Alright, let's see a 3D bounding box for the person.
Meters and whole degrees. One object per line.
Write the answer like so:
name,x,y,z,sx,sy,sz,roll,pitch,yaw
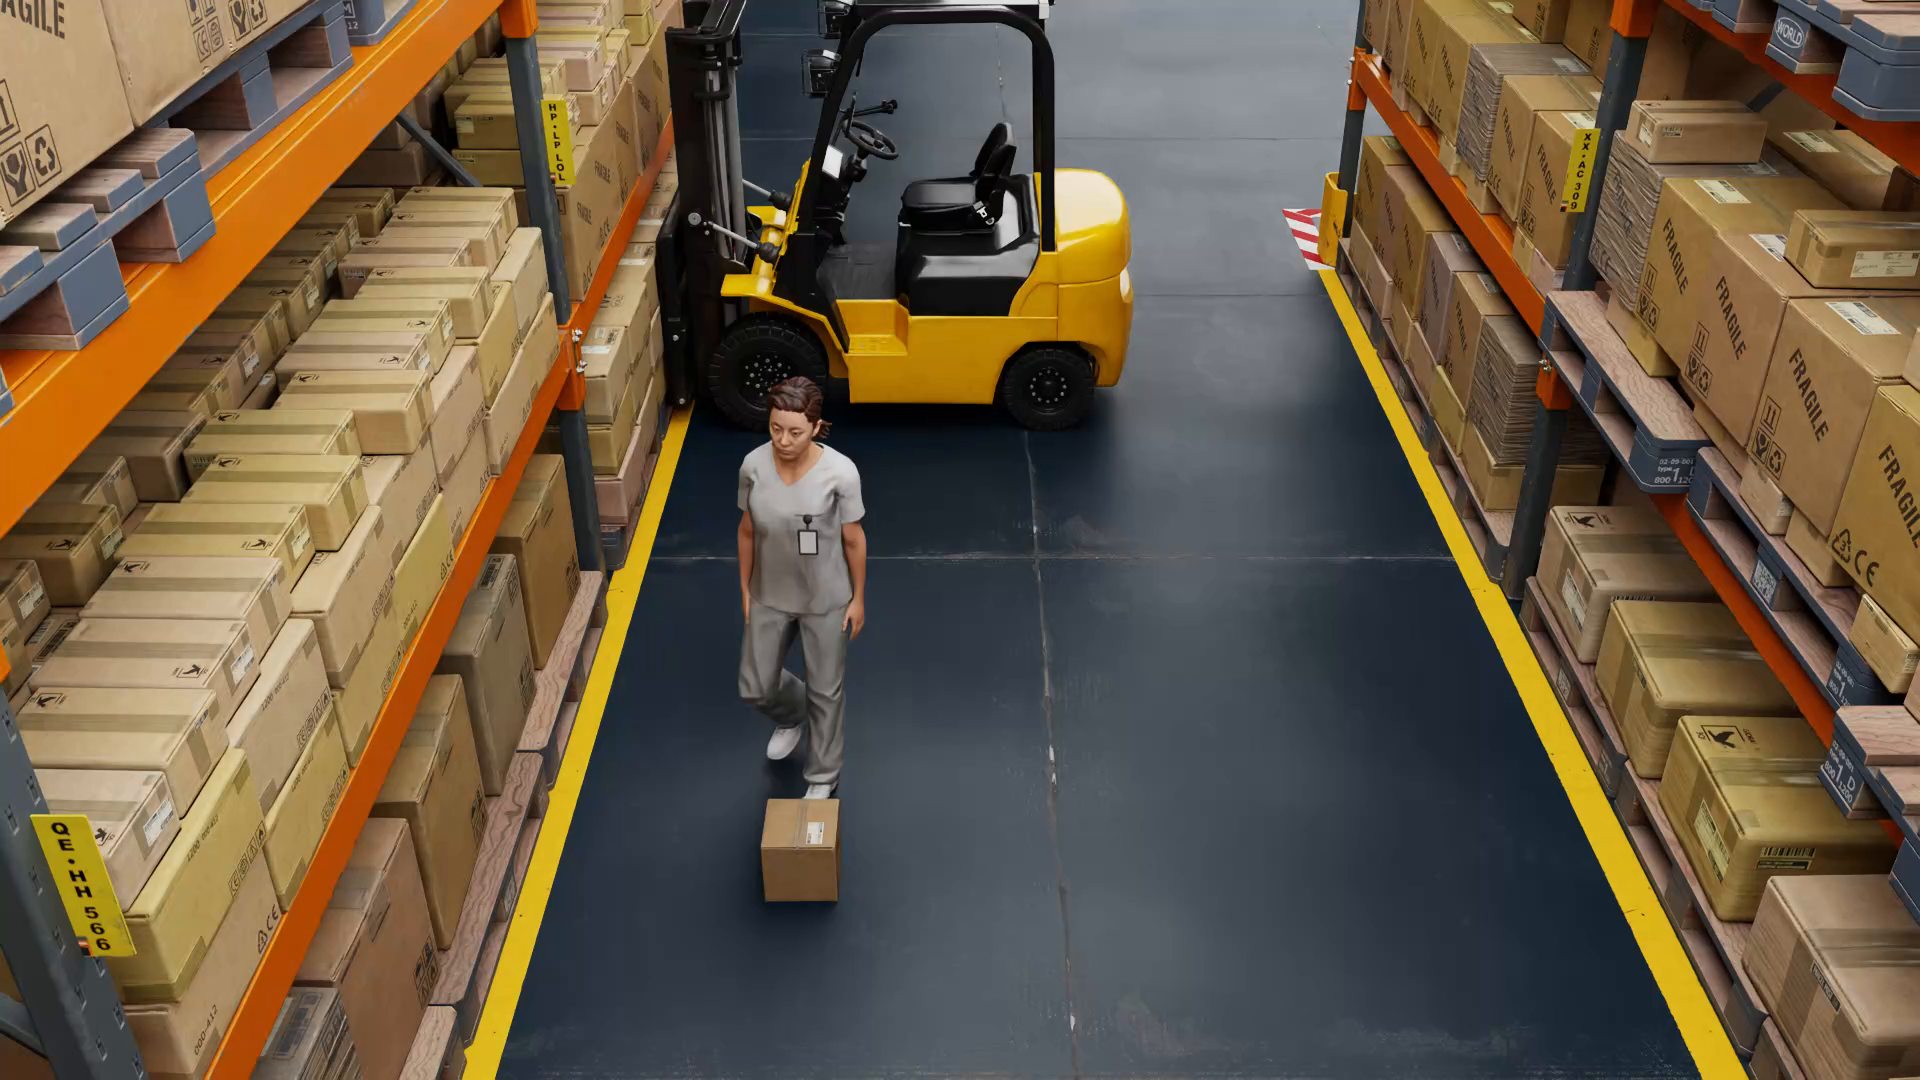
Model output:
person,-0.543,0.183,5.809,0.456,1.672,0.534,6,32,10
